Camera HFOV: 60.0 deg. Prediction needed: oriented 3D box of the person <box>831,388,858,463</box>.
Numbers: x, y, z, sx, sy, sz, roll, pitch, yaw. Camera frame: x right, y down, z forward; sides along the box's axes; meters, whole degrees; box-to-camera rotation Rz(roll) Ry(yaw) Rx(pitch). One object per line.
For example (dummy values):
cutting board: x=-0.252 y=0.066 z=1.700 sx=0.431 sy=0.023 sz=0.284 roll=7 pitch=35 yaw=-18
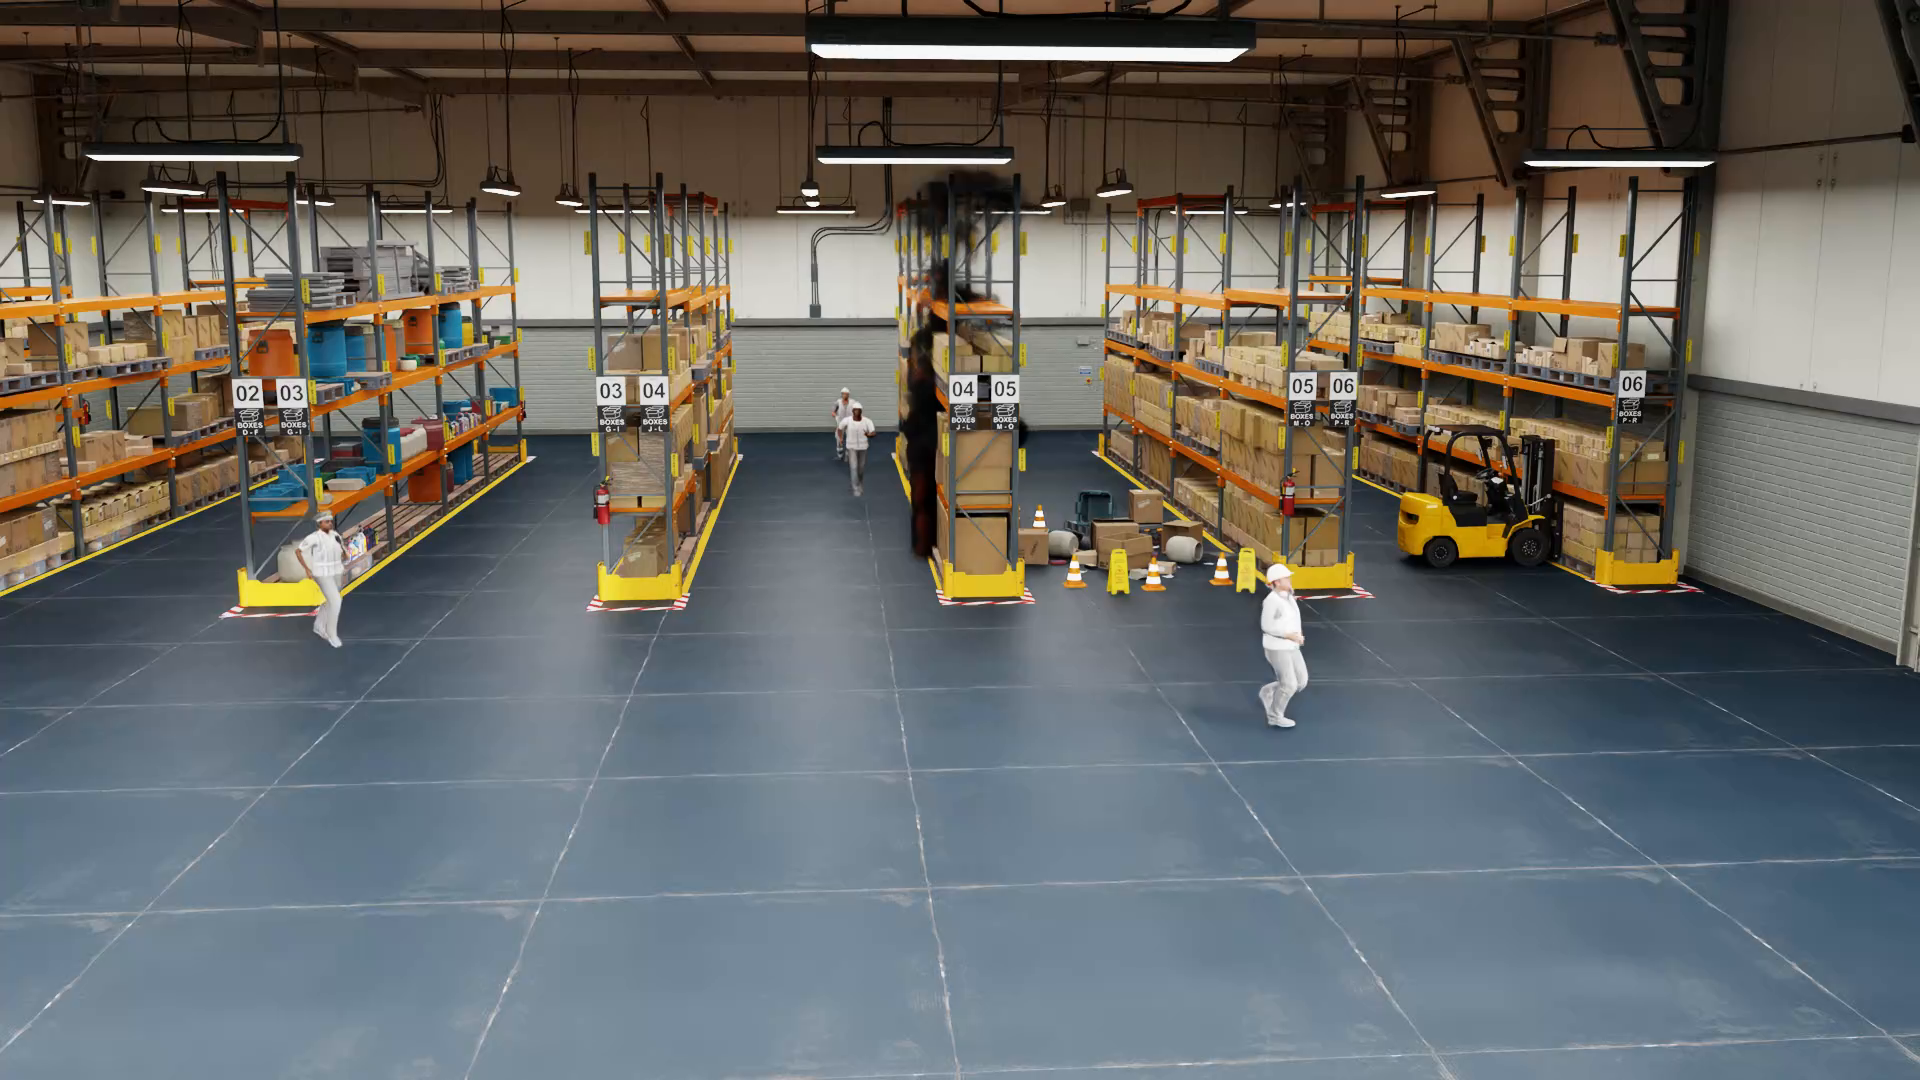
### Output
person: x=-2.679 y=-2.688 z=38.933 sx=0.679 sy=1.759 sz=0.703 roll=1 pitch=10 yaw=3

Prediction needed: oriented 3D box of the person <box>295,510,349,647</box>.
person: x=-8.028 y=0.486 z=21.126 sx=0.742 sy=1.754 sz=0.543 roll=5 pitch=11 yaw=24

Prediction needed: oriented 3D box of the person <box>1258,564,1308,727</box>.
person: x=3.396 y=1.108 z=17.457 sx=0.601 sy=1.723 sz=0.655 roll=6 pitch=12 yaw=32

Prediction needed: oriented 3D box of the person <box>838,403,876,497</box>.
person: x=-1.960 y=-1.733 z=31.848 sx=0.700 sy=1.800 sz=0.938 roll=-2 pitch=10 yaw=-12
